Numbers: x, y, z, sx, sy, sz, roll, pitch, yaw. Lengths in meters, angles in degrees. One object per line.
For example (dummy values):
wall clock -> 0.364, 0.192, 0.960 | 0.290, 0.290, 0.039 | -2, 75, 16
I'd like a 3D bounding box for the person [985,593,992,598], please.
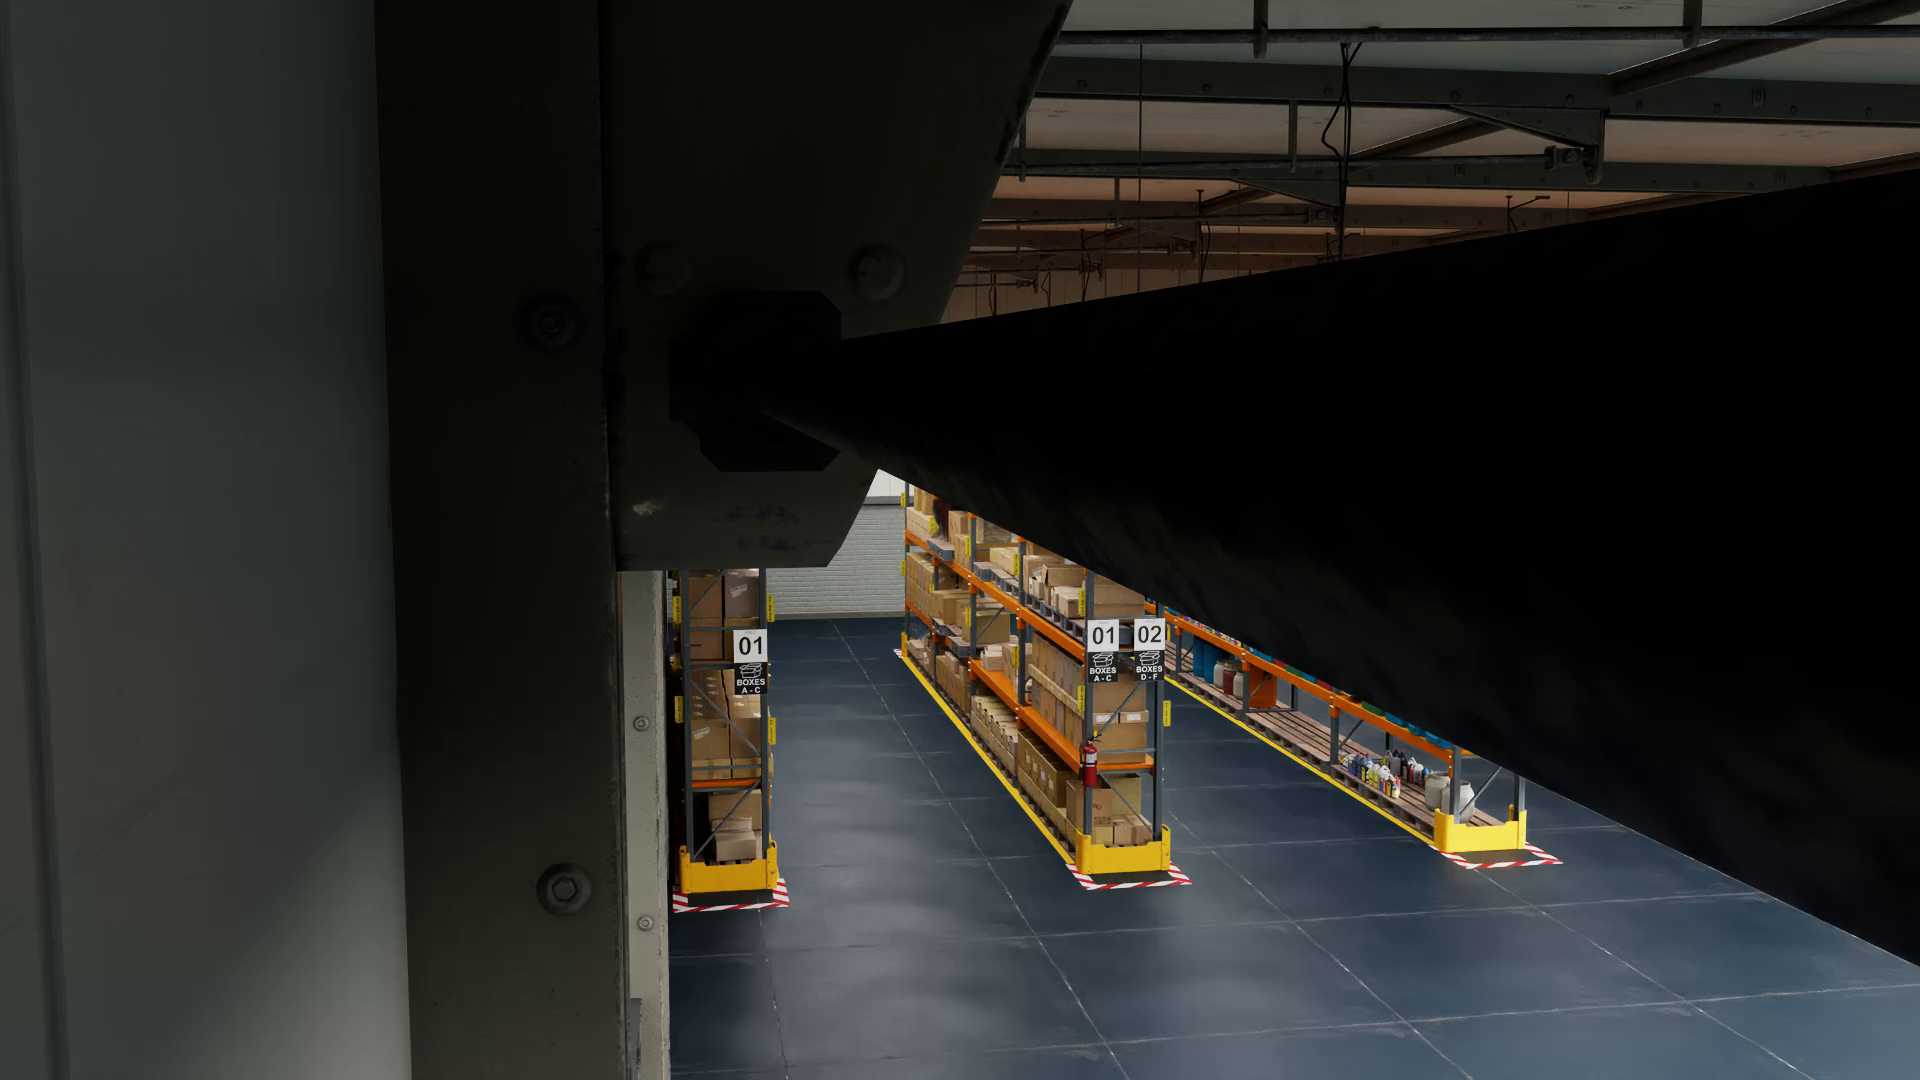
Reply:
person -> 0.723, 1.697, 37.106 | 0.553, 1.577, 0.596 | -6, 8, -44
